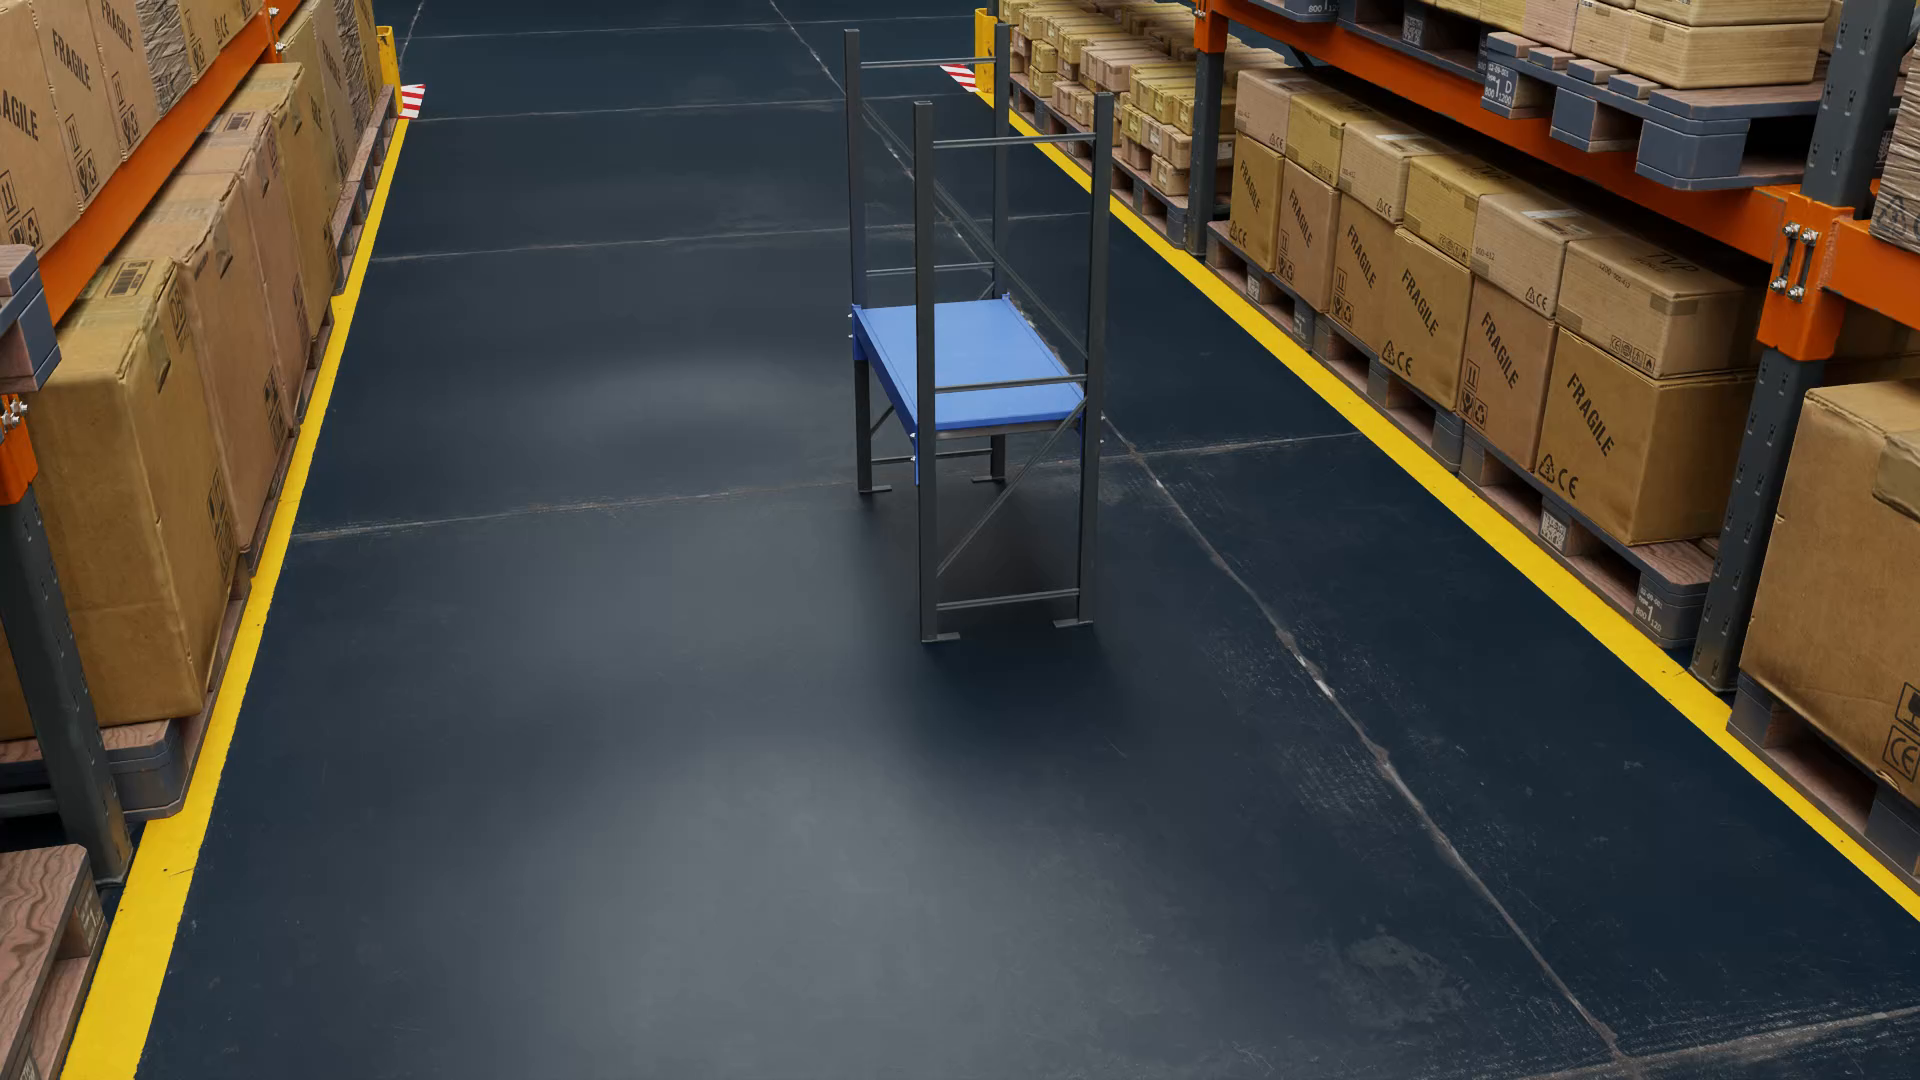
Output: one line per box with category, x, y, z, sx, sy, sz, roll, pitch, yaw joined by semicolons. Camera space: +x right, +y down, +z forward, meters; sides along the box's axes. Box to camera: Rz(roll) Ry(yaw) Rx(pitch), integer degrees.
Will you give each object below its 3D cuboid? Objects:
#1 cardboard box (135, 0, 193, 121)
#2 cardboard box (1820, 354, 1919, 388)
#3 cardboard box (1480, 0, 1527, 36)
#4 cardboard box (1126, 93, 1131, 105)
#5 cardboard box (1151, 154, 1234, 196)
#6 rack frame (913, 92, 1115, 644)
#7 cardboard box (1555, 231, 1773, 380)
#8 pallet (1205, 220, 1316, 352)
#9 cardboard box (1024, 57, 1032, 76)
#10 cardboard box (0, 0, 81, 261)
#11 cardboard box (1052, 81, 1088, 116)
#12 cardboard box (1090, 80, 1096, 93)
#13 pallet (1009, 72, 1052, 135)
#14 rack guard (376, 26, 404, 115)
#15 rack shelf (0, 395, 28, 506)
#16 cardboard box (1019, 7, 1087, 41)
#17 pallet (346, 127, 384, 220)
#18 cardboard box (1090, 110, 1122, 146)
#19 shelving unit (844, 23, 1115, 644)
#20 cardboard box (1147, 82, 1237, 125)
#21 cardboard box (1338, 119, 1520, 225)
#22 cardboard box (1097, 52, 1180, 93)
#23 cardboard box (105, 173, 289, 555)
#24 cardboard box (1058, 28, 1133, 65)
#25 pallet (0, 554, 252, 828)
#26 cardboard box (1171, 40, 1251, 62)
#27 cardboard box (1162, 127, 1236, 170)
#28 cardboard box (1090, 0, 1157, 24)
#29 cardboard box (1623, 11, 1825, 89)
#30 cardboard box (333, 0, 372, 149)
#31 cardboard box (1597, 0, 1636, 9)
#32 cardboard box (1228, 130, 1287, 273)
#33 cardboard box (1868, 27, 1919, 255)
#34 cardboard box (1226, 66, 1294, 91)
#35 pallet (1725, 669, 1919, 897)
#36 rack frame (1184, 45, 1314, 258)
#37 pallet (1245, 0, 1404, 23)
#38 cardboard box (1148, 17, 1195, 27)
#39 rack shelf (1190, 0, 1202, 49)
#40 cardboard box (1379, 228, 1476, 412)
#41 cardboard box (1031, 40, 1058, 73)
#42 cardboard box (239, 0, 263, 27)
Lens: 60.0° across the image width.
cardboard box;-2.563;-1.498;4.778;0.500;0.500;0.500;-6;27;-11
cardboard box;2.573;-0.409;5.040;0.500;0.500;0.500;-7;28;-14
cardboard box;1.760;-1.578;4.860;0.380;0.149;0.250;-6;27;-12
cardboard box;1.090;-2.264;8.774;0.380;0.149;0.250;-6;27;-11
cardboard box;1.162;-1.809;8.204;0.380;0.149;0.250;-6;27;-11
rack frame;0.134;-0.409;4.396;0.500;1.500;0.032;-6;27;-12
cardboard box;2.075;-0.681;4.746;0.500;0.250;0.500;-7;28;-13
pallet;1.760;-1.171;7.335;1.003;0.211;1.213;-6;27;-12
cardboard box;0.626;-3.059;10.679;0.380;0.149;0.250;-6;27;-12
cardboard box;-2.215;-0.827;3.449;0.500;0.500;0.500;-5;27;-10
cardboard box;0.761;-2.607;9.783;0.380;0.149;0.250;-7;28;-14
cardboard box;0.954;-2.615;9.470;0.380;0.149;0.250;-5;27;-9
pallet;0.847;-2.875;10.711;1.003;0.211;1.213;-6;27;-12
rack guard;-4.179;-2.948;10.537;1.175;0.500;0.348;-6;27;-12
rack shelf;-1.920;0.657;1.417;1.077;0.370;4.000;-6;27;-12
cardboard box;0.580;-3.196;10.292;0.380;0.149;0.250;-6;27;-12
pallet;-3.646;-1.931;8.842;1.003;0.211;1.213;-6;27;-12
cardboard box;0.929;-2.264;9.104;0.380;0.149;0.250;-6;27;-12
shelving unit;0.019;-0.632;4.838;0.538;1.500;1.048;-6;27;-12
cardboard box;1.153;-2.175;8.268;0.380;0.149;0.250;-6;27;-11
cardboard box;1.725;-1.354;6.080;0.500;0.250;0.500;-5;27;-10
cardboard box;0.956;-2.515;8.942;0.380;0.149;0.250;-7;28;-14
cardboard box;-2.700;-0.478;4.760;1.225;0.875;0.875;-6;27;-11
cardboard box;0.784;-2.853;9.611;0.380;0.149;0.250;-6;27;-11
pallet;-2.475;0.349;4.324;1.003;0.211;1.213;-6;27;-12
cardboard box;1.397;-2.686;9.280;0.380;0.149;0.250;-7;28;-14
cardboard box;1.202;-1.911;8.074;0.380;0.149;0.250;-5;27;-11
cardboard box;1.048;-3.371;10.637;0.380;0.149;0.250;-5;27;-11
cardboard box;1.925;-1.246;4.203;0.380;0.149;0.250;-5;27;-11
cardboard box;-3.747;-2.620;9.005;0.875;0.875;0.875;-6;27;-12
cardboard box;1.867;-1.497;4.369;0.380;0.149;0.250;-5;27;-10
cardboard box;1.491;-1.477;7.156;0.500;0.500;0.500;-5;27;-10
cardboard box;2.322;-0.821;3.437;0.500;0.500;0.500;-6;27;-11
cardboard box;1.598;-2.343;8.600;0.380;0.149;0.250;-6;27;-12
pallet;2.588;0.598;3.832;1.003;0.211;1.213;-6;27;-12
rack frame;1.583;-2.757;7.383;1.000;3.000;0.127;-6;27;-12
pallet;1.613;-2.321;6.733;1.003;0.211;1.213;-6;27;-12
cardboard box;1.342;-3.037;9.976;0.380;0.149;0.250;-5;27;-10
rack shelf;1.132;-3.314;9.285;1.077;0.370;4.000;-6;27;-12
cardboard box;1.833;-0.794;5.802;0.500;0.500;0.500;-7;28;-14
cardboard box;0.649;-2.956;10.146;0.380;0.149;0.250;-5;27;-10
cardboard box;-2.901;-2.165;6.099;0.500;0.500;0.500;-6;27;-11
